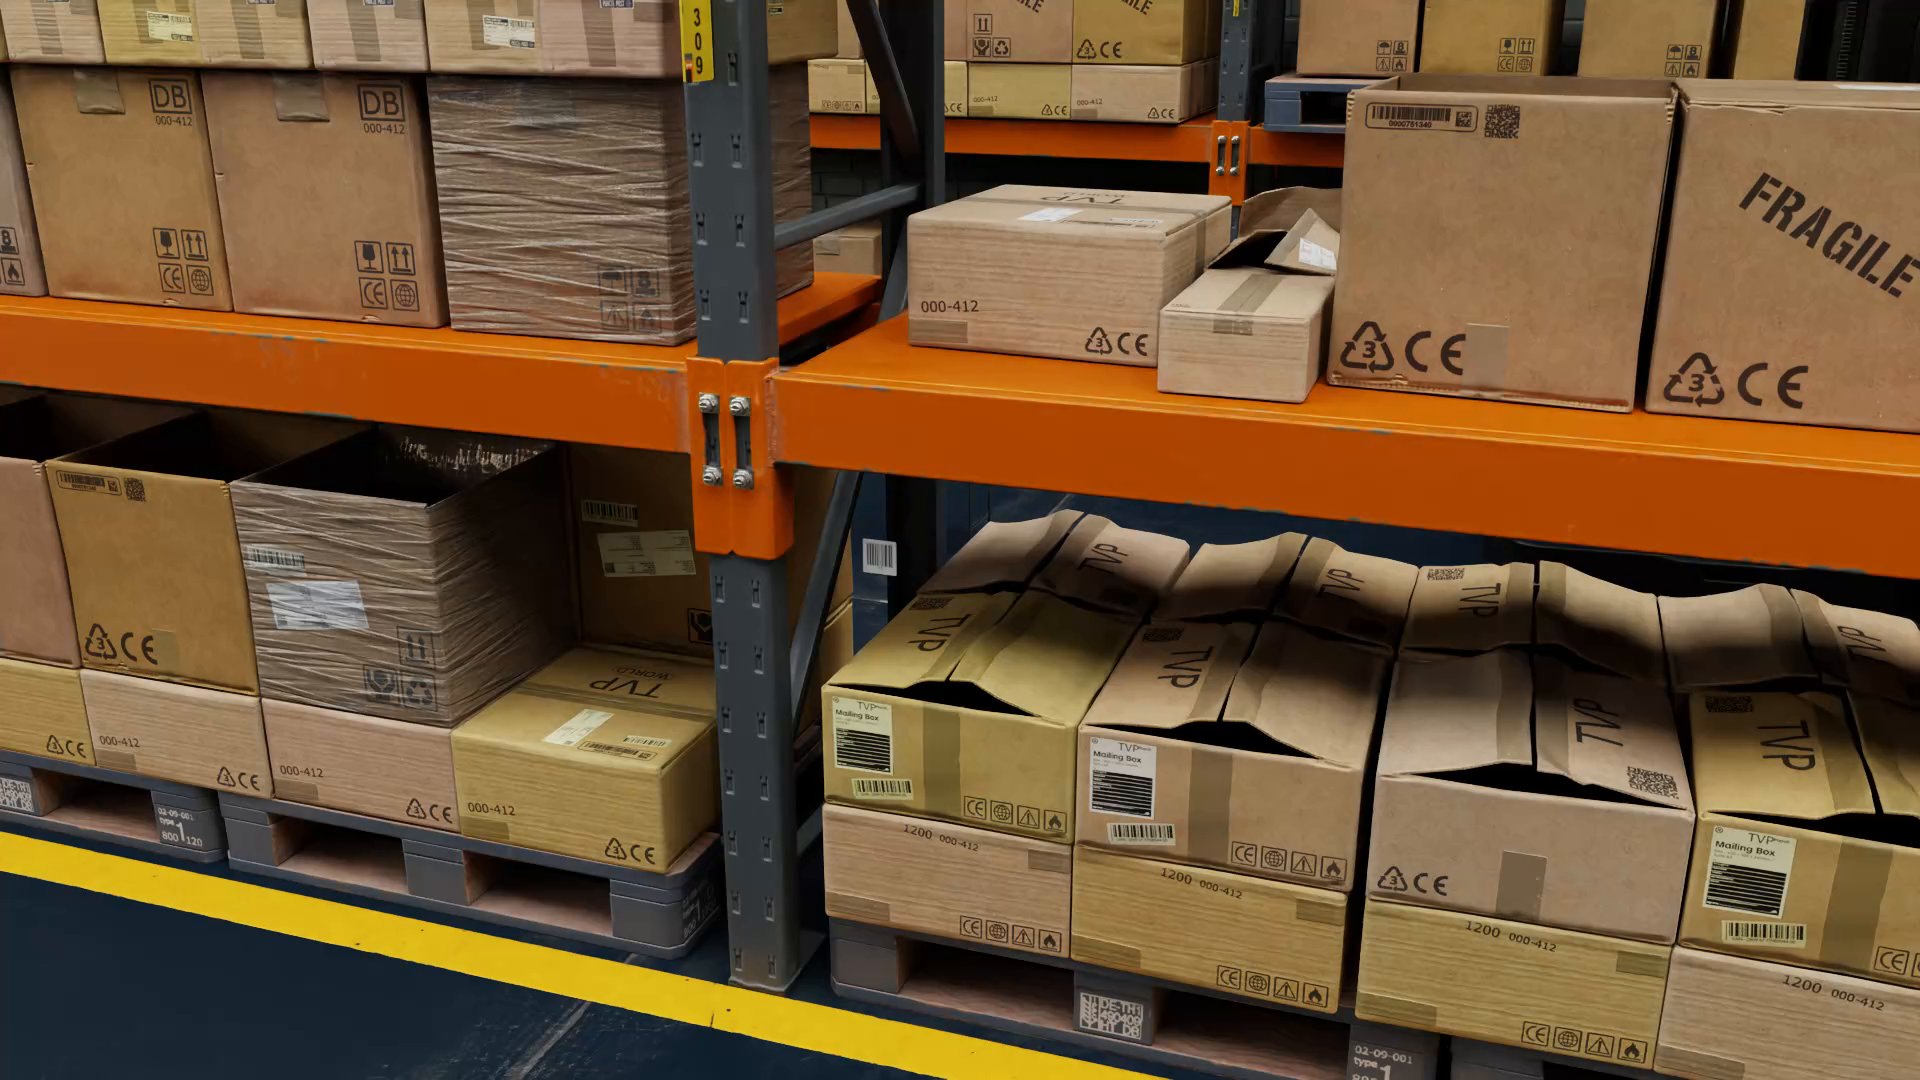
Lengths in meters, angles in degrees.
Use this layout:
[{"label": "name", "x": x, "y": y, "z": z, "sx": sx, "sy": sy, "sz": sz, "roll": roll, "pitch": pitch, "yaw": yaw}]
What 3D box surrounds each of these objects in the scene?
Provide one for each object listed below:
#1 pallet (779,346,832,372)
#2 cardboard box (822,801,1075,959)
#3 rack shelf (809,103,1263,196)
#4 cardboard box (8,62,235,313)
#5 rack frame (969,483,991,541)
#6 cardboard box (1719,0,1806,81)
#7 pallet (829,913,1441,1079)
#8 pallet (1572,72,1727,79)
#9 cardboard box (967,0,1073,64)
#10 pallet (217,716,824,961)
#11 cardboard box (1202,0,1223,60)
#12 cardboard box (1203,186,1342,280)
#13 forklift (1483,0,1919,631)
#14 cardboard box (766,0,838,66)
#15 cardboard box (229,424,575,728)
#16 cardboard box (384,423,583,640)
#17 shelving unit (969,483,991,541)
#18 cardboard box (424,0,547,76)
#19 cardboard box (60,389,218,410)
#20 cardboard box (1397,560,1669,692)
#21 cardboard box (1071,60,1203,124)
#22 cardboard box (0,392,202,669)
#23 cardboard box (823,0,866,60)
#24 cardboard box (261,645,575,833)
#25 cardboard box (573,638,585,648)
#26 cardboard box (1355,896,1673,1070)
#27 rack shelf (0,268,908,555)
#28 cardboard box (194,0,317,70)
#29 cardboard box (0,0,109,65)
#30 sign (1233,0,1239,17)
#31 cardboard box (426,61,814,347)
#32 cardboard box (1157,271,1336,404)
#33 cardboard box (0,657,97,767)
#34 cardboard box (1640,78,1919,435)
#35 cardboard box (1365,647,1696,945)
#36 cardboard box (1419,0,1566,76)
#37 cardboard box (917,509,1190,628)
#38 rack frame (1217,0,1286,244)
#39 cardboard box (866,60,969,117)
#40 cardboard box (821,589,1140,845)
[{"label": "pallet", "x": -0.434, "y": -1.061, "z": 8.799, "sx": 1.213, "sy": 0.211, "sz": 1.003, "roll": 7, "pitch": 20, "yaw": 18}, {"label": "cardboard box", "x": 0.046, "y": 0.576, "z": 3.405, "sx": 0.500, "sy": 0.250, "sz": 0.500, "roll": 6, "pitch": 20, "yaw": 17}, {"label": "rack shelf", "x": -0.521, "y": -2.061, "z": 8.525, "sx": 4.000, "sy": 0.370, "sz": 1.077, "roll": 7, "pitch": 20, "yaw": 18}, {"label": "cardboard box", "x": -1.648, "y": -0.848, "z": 3.799, "sx": 0.500, "sy": 0.500, "sz": 0.700, "roll": 7, "pitch": 20, "yaw": 19}, {"label": "rack frame", "x": 0.073, "y": -0.558, "z": 5.855, "sx": 0.006, "sy": 1.200, "sz": 0.240, "roll": 7, "pitch": 20, "yaw": 18}, {"label": "cardboard box", "x": 3.515, "y": -2.183, "z": 6.962, "sx": 0.500, "sy": 0.500, "sz": 0.700, "roll": 7, "pitch": 20, "yaw": 18}, {"label": "pallet", "x": 0.455, "y": 0.740, "z": 3.633, "sx": 1.213, "sy": 0.211, "sz": 1.003, "roll": 7, "pitch": 20, "yaw": 18}, {"label": "pallet", "x": 3.263, "y": -1.863, "z": 7.156, "sx": 1.213, "sy": 0.211, "sz": 1.003, "roll": 7, "pitch": 20, "yaw": 18}, {"label": "cardboard box", "x": 0.347, "y": -2.485, "z": 7.705, "sx": 0.500, "sy": 0.500, "sz": 0.500, "roll": 6, "pitch": 20, "yaw": 18}, {"label": "pallet", "x": -0.992, "y": 0.573, "z": 4.110, "sx": 1.213, "sy": 0.211, "sz": 1.003, "roll": 7, "pitch": 20, "yaw": 18}, {"label": "cardboard box", "x": 0.993, "y": -2.593, "z": 8.017, "sx": 0.500, "sy": 0.500, "sz": 0.500, "roll": 6, "pitch": 20, "yaw": 17}, {"label": "cardboard box", "x": 0.637, "y": -0.543, "z": 3.281, "sx": 0.258, "sy": 0.266, "sz": 0.396, "roll": 6, "pitch": 20, "yaw": 17}, {"label": "forklift", "x": 3.268, "y": -1.130, "z": 4.866, "sx": 3.031, "sy": 2.935, "sz": 1.130, "roll": 4, "pitch": 20, "yaw": 13}, {"label": "cardboard box", "x": -0.444, "y": -1.087, "z": 3.500, "sx": 0.250, "sy": 0.149, "sz": 0.380, "roll": 6, "pitch": 20, "yaw": 18}, {"label": "cardboard box", "x": -1.232, "y": 0.062, "z": 3.741, "sx": 0.500, "sy": 0.500, "sz": 0.500, "roll": 7, "pitch": 20, "yaw": 18}, {"label": "cardboard box", "x": -1.064, "y": -0.097, "z": 4.198, "sx": 0.500, "sy": 0.500, "sz": 0.500, "roll": 7, "pitch": 20, "yaw": 18}, {"label": "shelving unit", "x": -0.014, "y": -0.568, "z": 5.883, "sx": 0.189, "sy": 1.200, "sz": 0.258, "roll": 7, "pitch": 20, "yaw": 18}, {"label": "cardboard box", "x": -0.814, "y": -0.988, "z": 3.216, "sx": 0.250, "sy": 0.149, "sz": 0.380, "roll": 6, "pitch": 20, "yaw": 17}, {"label": "cardboard box", "x": -2.007, "y": -0.207, "z": 4.513, "sx": 0.500, "sy": 0.500, "sz": 0.500, "roll": 7, "pitch": 20, "yaw": 18}, {"label": "cardboard box", "x": 1.187, "y": 0.255, "z": 3.476, "sx": 0.500, "sy": 0.311, "sz": 0.500, "roll": 6, "pitch": 20, "yaw": 18}, {"label": "cardboard box", "x": 0.821, "y": -2.080, "z": 7.685, "sx": 0.500, "sy": 0.250, "sz": 0.500, "roll": 7, "pitch": 20, "yaw": 18}, {"label": "cardboard box", "x": -2.183, "y": -0.040, "z": 4.035, "sx": 0.500, "sy": 0.500, "sz": 0.500, "roll": 7, "pitch": 20, "yaw": 18}, {"label": "cardboard box", "x": -0.617, "y": -2.598, "z": 8.031, "sx": 0.500, "sy": 0.500, "sz": 0.500, "roll": 7, "pitch": 20, "yaw": 20}, {"label": "cardboard box", "x": -1.233, "y": 0.417, "z": 3.863, "sx": 0.500, "sy": 0.250, "sz": 0.500, "roll": 7, "pitch": 20, "yaw": 18}, {"label": "cardboard box", "x": -1.063, "y": 0.256, "z": 4.324, "sx": 0.500, "sy": 0.250, "sz": 0.500, "roll": 7, "pitch": 20, "yaw": 18}, {"label": "cardboard box", "x": 1.018, "y": 0.687, "z": 3.087, "sx": 0.500, "sy": 0.250, "sz": 0.500, "roll": 6, "pitch": 20, "yaw": 16}, {"label": "rack shelf", "x": -2.143, "y": -0.521, "z": 4.106, "sx": 4.000, "sy": 0.370, "sz": 1.077, "roll": 7, "pitch": 20, "yaw": 18}, {"label": "cardboard box", "x": -1.311, "y": -1.043, "z": 3.375, "sx": 0.250, "sy": 0.149, "sz": 0.380, "roll": 6, "pitch": 20, "yaw": 18}, {"label": "cardboard box", "x": -1.780, "y": -1.098, "z": 3.532, "sx": 0.250, "sy": 0.149, "sz": 0.380, "roll": 7, "pitch": 20, "yaw": 20}, {"label": "sign", "x": 1.197, "y": -2.424, "z": 7.158, "sx": 0.005, "sy": 0.325, "sz": 0.100, "roll": 7, "pitch": 20, "yaw": 18}, {"label": "cardboard box", "x": -0.675, "y": -0.737, "z": 3.483, "sx": 0.500, "sy": 0.500, "sz": 0.700, "roll": 6, "pitch": 20, "yaw": 17}, {"label": "cardboard box", "x": 0.516, "y": -0.366, "z": 2.952, "sx": 0.250, "sy": 0.149, "sz": 0.380, "roll": 7, "pitch": 20, "yaw": 18}, {"label": "cardboard box", "x": -2.183, "y": 0.313, "z": 4.159, "sx": 0.500, "sy": 0.250, "sz": 0.500, "roll": 7, "pitch": 20, "yaw": 18}, {"label": "cardboard box", "x": 1.437, "y": -0.492, "z": 2.780, "sx": 0.500, "sy": 0.500, "sz": 0.500, "roll": 7, "pitch": 20, "yaw": 18}, {"label": "cardboard box", "x": 1.015, "y": 0.424, "z": 2.989, "sx": 0.500, "sy": 0.311, "sz": 0.500, "roll": 6, "pitch": 20, "yaw": 16}, {"label": "cardboard box", "x": 2.363, "y": -2.312, "z": 7.331, "sx": 0.500, "sy": 0.500, "sz": 0.700, "roll": 9, "pitch": 21, "yaw": 24}, {"label": "cardboard box", "x": 0.223, "y": 0.146, "z": 3.789, "sx": 0.500, "sy": 0.311, "sz": 0.500, "roll": 7, "pitch": 20, "yaw": 18}, {"label": "rack frame", "x": 1.368, "y": -2.185, "z": 7.787, "sx": 0.127, "sy": 3.000, "sz": 1.000, "roll": 7, "pitch": 20, "yaw": 18}, {"label": "cardboard box", "x": -0.127, "y": -2.186, "z": 7.989, "sx": 0.500, "sy": 0.250, "sz": 0.500, "roll": 6, "pitch": 20, "yaw": 18}, {"label": "cardboard box", "x": 0.055, "y": 0.313, "z": 3.308, "sx": 0.500, "sy": 0.311, "sz": 0.500, "roll": 7, "pitch": 20, "yaw": 18}]
